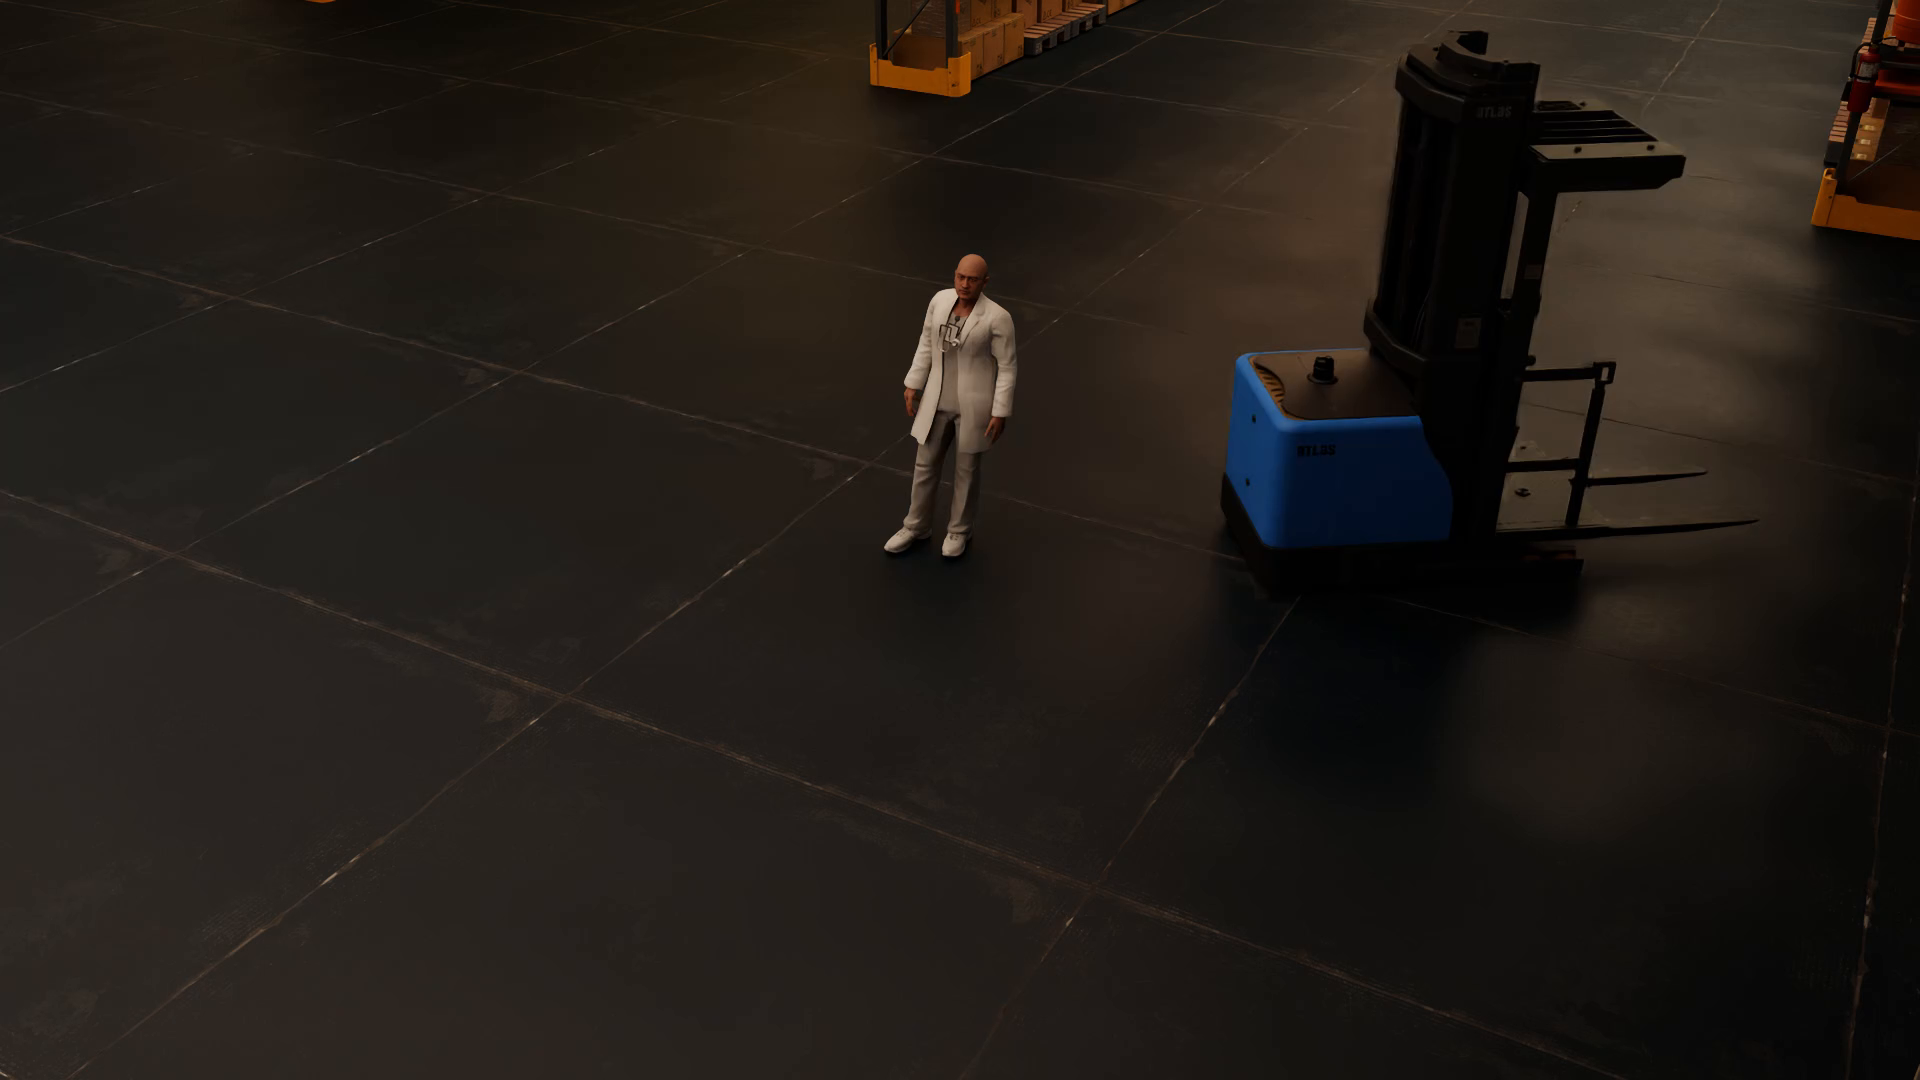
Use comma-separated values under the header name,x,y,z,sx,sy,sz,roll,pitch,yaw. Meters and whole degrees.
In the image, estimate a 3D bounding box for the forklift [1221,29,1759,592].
name,x,y,z,sx,sy,sz,roll,pitch,yaw
forklift,3.153,-1.280,9.288,3.031,2.935,1.130,-3,30,-5

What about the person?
name,x,y,z,sx,sy,sz,roll,pitch,yaw
person,-0.048,-0.738,9.489,0.696,1.776,0.581,15,33,25
